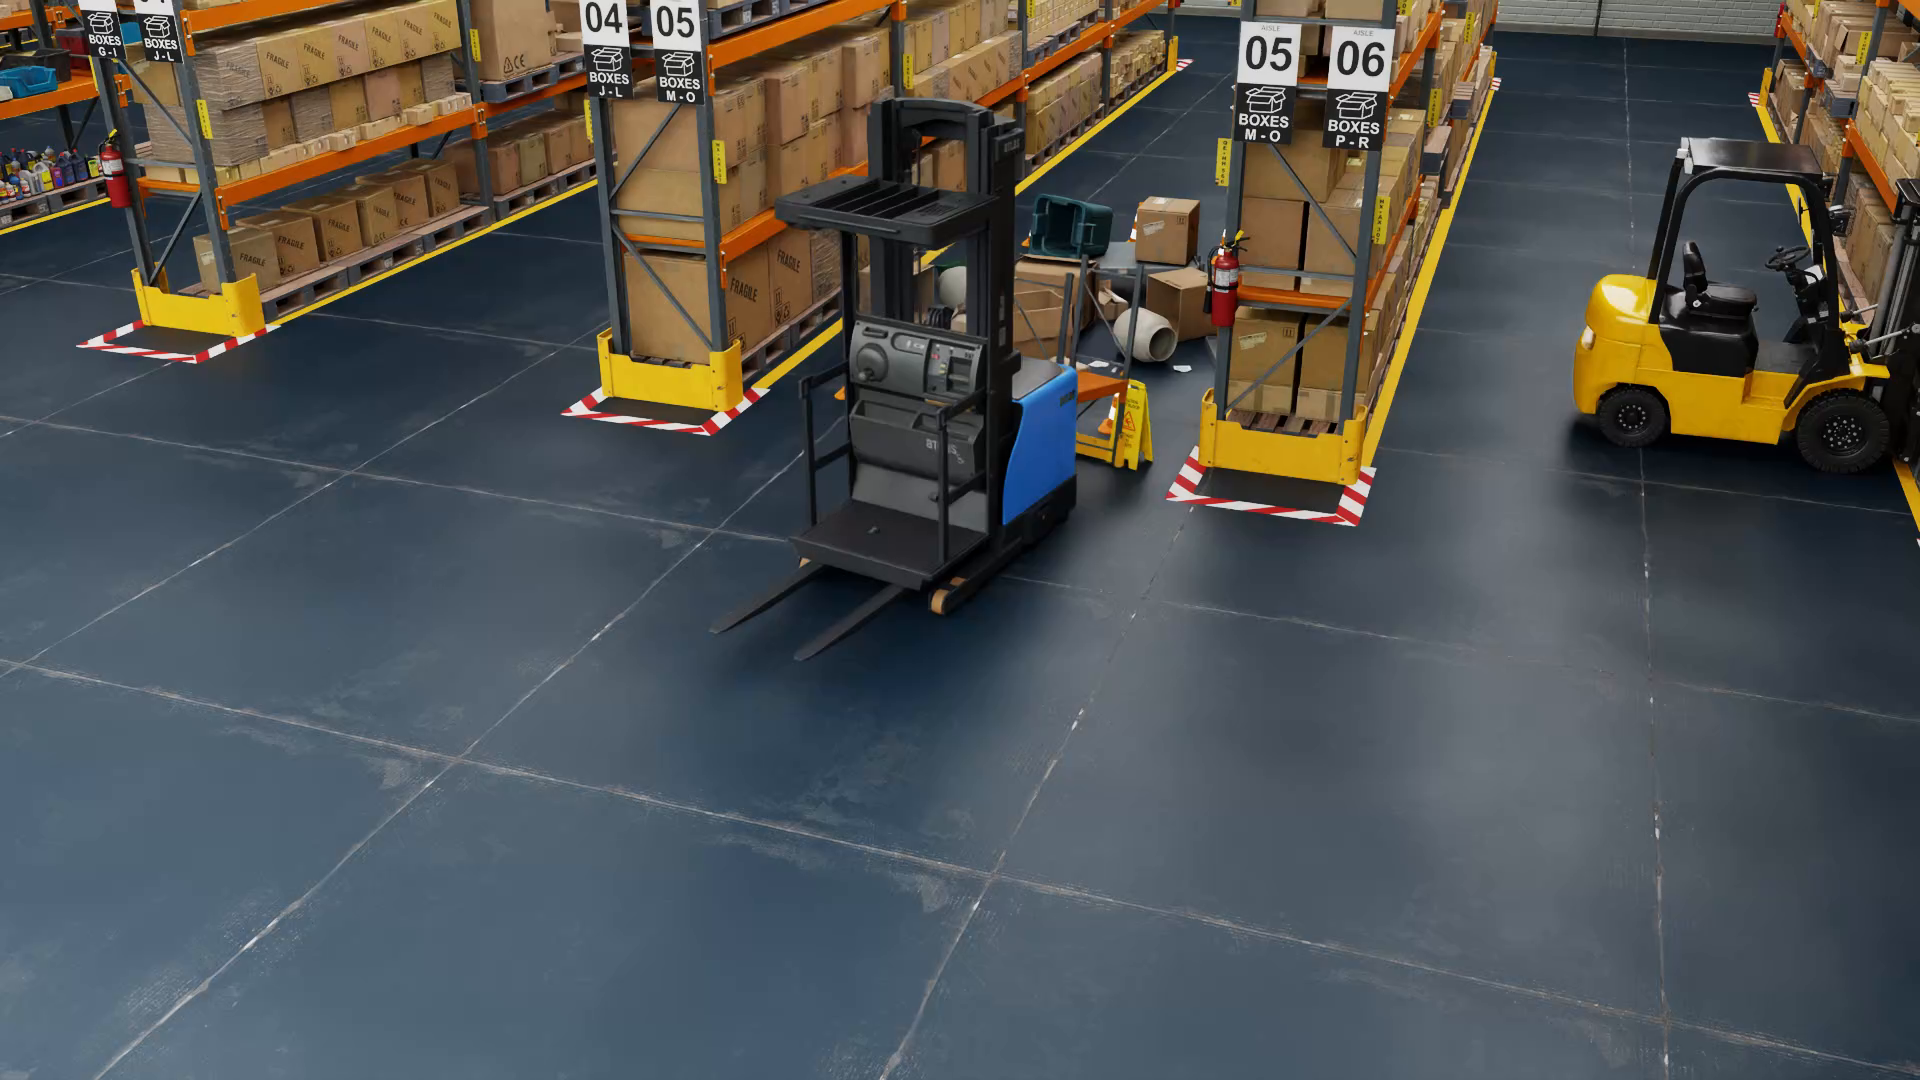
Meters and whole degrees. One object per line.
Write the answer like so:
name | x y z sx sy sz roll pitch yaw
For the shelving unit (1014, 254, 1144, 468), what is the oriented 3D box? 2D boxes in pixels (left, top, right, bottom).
shelving unit | 0.763 -1.231 11.905 0.587 1.500 1.083 16 20 30

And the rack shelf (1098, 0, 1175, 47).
rack shelf | 2.303 -7.970 25.094 1.077 0.370 4.000 9 27 17

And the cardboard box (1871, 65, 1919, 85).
cardboard box | 9.218 -4.572 16.392 0.380 0.149 0.250 9 27 19

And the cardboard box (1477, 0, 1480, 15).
cardboard box | 6.075 -6.651 20.283 0.500 0.500 0.500 10 27 19

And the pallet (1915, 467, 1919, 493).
pallet | 7.243 -0.211 11.443 1.003 0.211 1.213 9 27 17

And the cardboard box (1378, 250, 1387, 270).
cardboard box | 3.017 -2.161 12.560 0.380 0.149 0.250 9 27 18

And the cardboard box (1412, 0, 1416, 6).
cardboard box | 3.020 -3.868 11.729 0.380 0.149 0.250 9 27 17

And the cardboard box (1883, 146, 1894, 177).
cardboard box | 8.636 -3.374 14.949 0.500 0.250 0.500 9 27 18

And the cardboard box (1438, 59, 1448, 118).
cardboard box | 4.269 -4.233 15.612 0.500 0.500 0.500 9 27 18

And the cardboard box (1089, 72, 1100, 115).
cardboard box | 1.629 -6.195 22.989 0.500 0.500 0.500 8 27 16

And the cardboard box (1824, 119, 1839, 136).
cardboard box | 10.275 -4.778 19.319 0.380 0.149 0.250 10 27 19

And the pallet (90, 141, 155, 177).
pallet | -10.114 -4.736 20.790 1.003 0.211 1.213 9 27 17

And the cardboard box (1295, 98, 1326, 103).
cardboard box | 2.558 -3.166 12.743 0.700 0.500 0.500 8 27 17

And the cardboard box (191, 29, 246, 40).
cardboard box | -6.889 -4.398 15.288 0.500 0.500 0.500 9 27 17

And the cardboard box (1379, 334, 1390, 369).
cardboard box | 3.221 -1.542 13.665 0.500 0.250 0.500 11 28 21

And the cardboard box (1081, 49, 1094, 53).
cardboard box | 1.797 -7.263 24.916 0.380 0.149 0.250 7 27 15

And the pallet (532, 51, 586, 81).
pallet | -4.958 -5.683 19.765 1.003 0.211 1.213 9 27 17

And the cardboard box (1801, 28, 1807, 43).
cardboard box | 11.190 -6.565 21.655 0.380 0.149 0.250 8 27 17

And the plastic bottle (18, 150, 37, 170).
plastic bottle | -10.863 -4.376 19.382 0.144 0.351 0.185 9 27 17

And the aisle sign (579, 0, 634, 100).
aisle sign | -2.662 -3.725 12.518 0.394 0.787 0.004 9 27 17

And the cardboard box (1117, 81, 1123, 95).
cardboard box | 2.150 -6.590 24.208 0.380 0.149 0.250 10 27 19

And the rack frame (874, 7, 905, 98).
rack frame | -1.025 -4.184 16.450 1.000 3.000 0.127 9 27 17

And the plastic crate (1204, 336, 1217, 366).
plastic crate | 2.381 -1.667 14.602 0.402 0.080 0.583 0 26 -1

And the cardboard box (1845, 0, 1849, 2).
cardboard box | 12.107 -7.145 22.396 0.500 0.250 0.500 10 27 19

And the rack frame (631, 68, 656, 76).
rack frame | -4.337 -6.589 21.416 1.000 3.000 0.127 9 27 17

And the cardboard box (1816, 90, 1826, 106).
cardboard box | 10.609 -5.344 20.147 0.380 0.149 0.250 7 27 15

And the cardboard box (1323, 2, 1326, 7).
cardboard box | 2.443 -3.734 11.910 0.500 0.250 0.500 8 27 17

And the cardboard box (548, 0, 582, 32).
cardboard box | -4.571 -6.351 20.329 0.700 0.500 0.500 13 29 25

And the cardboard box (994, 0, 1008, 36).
cardboard box | 0.147 -6.140 19.227 0.700 0.500 0.500 9 27 17

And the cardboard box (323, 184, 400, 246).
cardboard box | -6.155 -3.347 17.108 0.500 0.500 0.500 6 27 13

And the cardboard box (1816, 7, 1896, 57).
cardboard box | 10.477 -5.932 19.463 0.700 0.500 0.500 9 27 18

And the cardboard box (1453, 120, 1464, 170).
cardboard box | 5.617 -5.022 20.136 0.875 0.875 0.875 9 27 18

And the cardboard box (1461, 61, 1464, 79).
cardboard box | 5.562 -5.462 19.262 0.500 0.250 0.500 8 27 16

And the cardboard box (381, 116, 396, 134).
cardboard box | -5.926 -4.194 16.759 0.380 0.149 0.250 9 27 17

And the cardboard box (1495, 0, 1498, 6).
cardboard box | 7.759 -8.248 24.727 0.500 0.500 0.500 9 27 18

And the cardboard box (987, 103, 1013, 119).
cardboard box | 0.019 -4.767 19.753 1.050 0.750 0.750 8 27 17

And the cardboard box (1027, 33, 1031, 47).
cardboard box | 0.645 -6.058 20.127 0.380 0.149 0.250 8 27 17

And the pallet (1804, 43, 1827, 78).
pallet | 10.652 -5.678 19.756 1.003 0.211 1.213 9 27 17

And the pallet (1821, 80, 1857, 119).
pallet | 9.849 -4.636 17.602 1.213 0.211 1.003 9 27 17

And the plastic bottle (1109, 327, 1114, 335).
plastic bottle | 1.479 -1.927 15.159 0.133 0.061 0.283 14 29 26

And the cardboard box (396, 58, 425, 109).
cardboard box | -6.076 -4.747 17.157 0.875 0.500 0.500 9 27 17

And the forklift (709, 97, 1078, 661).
forklift | -0.385 -1.079 10.116 1.130 2.935 3.031 15 30 28

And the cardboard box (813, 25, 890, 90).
cardboard box | -1.180 -4.591 15.879 0.875 0.550 0.550 9 27 17

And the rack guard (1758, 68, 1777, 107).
rack guard | 12.327 -6.565 24.235 1.175 0.500 0.348 9 27 17

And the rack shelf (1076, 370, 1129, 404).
rack shelf | 0.740 -1.058 11.950 0.538 0.185 1.000 16 20 30

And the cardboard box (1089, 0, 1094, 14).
cardboard box | 1.606 -7.249 22.586 0.380 0.149 0.250 9 27 18

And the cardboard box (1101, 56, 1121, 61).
cardboard box | 2.133 -6.973 24.316 0.380 0.149 0.250 8 27 17

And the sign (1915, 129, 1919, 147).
sign | 7.844 -3.350 13.488 0.100 0.325 0.005 9 27 17

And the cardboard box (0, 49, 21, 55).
cardboard box | -14.129 -7.058 24.415 0.500 0.311 0.500 10 27 19

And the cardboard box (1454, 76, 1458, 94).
cardboard box | 5.058 -4.828 17.586 0.380 0.149 0.250 9 27 17

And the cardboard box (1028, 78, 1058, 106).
cardboard box | 0.933 -5.686 21.078 0.500 0.250 0.500 8 27 17

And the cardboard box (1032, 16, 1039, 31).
cardboard box | 0.745 -6.319 20.324 0.380 0.149 0.250 10 28 20

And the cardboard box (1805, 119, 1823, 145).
cardboard box | 10.480 -4.755 20.014 0.500 0.500 0.500 8 27 17

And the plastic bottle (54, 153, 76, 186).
plastic bottle | -10.346 -4.284 19.190 0.144 0.351 0.185 7 27 15

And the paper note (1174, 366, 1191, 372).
paper note | 1.911 -1.477 14.266 0.142 0.019 0.148 0 26 -1

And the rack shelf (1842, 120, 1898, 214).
rack shelf | 9.024 -3.288 15.424 1.077 0.370 4.000 9 27 17
